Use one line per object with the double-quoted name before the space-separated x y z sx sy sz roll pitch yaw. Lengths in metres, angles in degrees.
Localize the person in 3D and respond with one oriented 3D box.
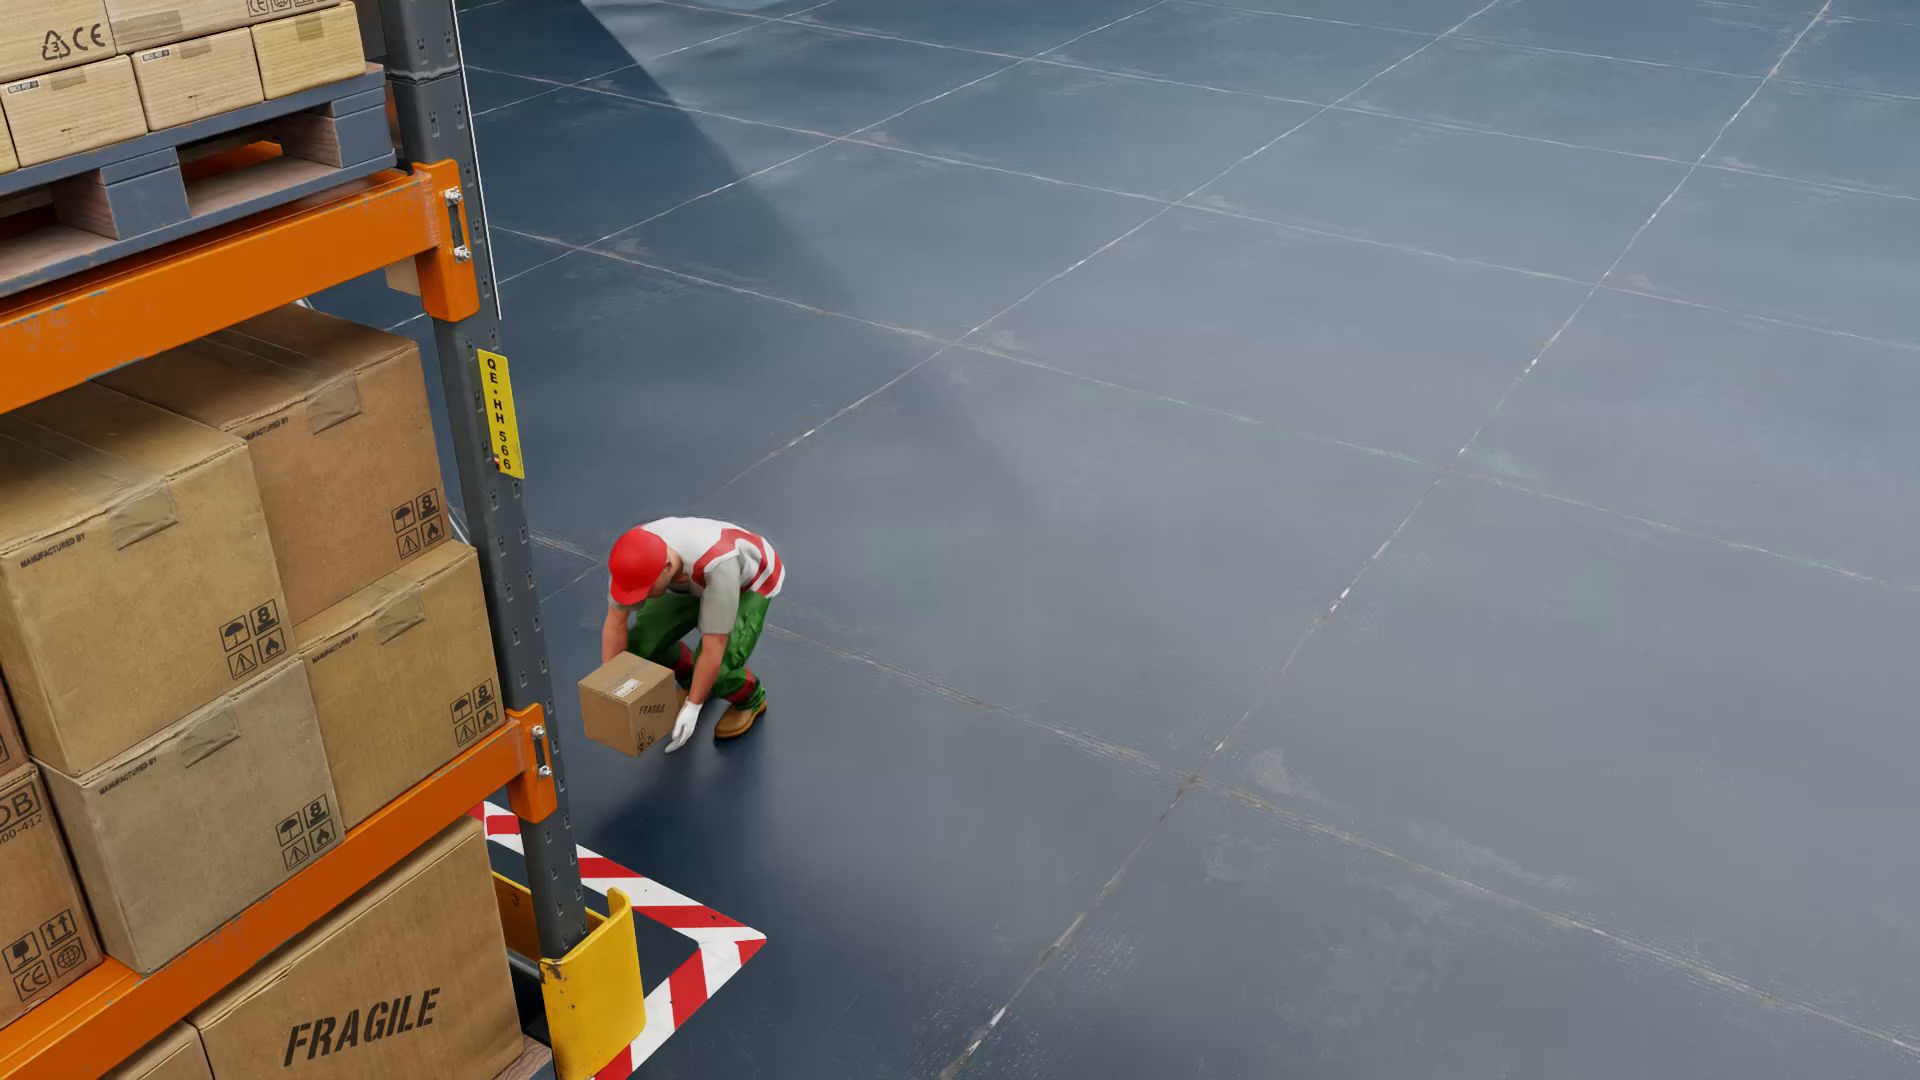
"person" -1.005 0.291 6.339 0.575 1.056 0.868 17 34 27
